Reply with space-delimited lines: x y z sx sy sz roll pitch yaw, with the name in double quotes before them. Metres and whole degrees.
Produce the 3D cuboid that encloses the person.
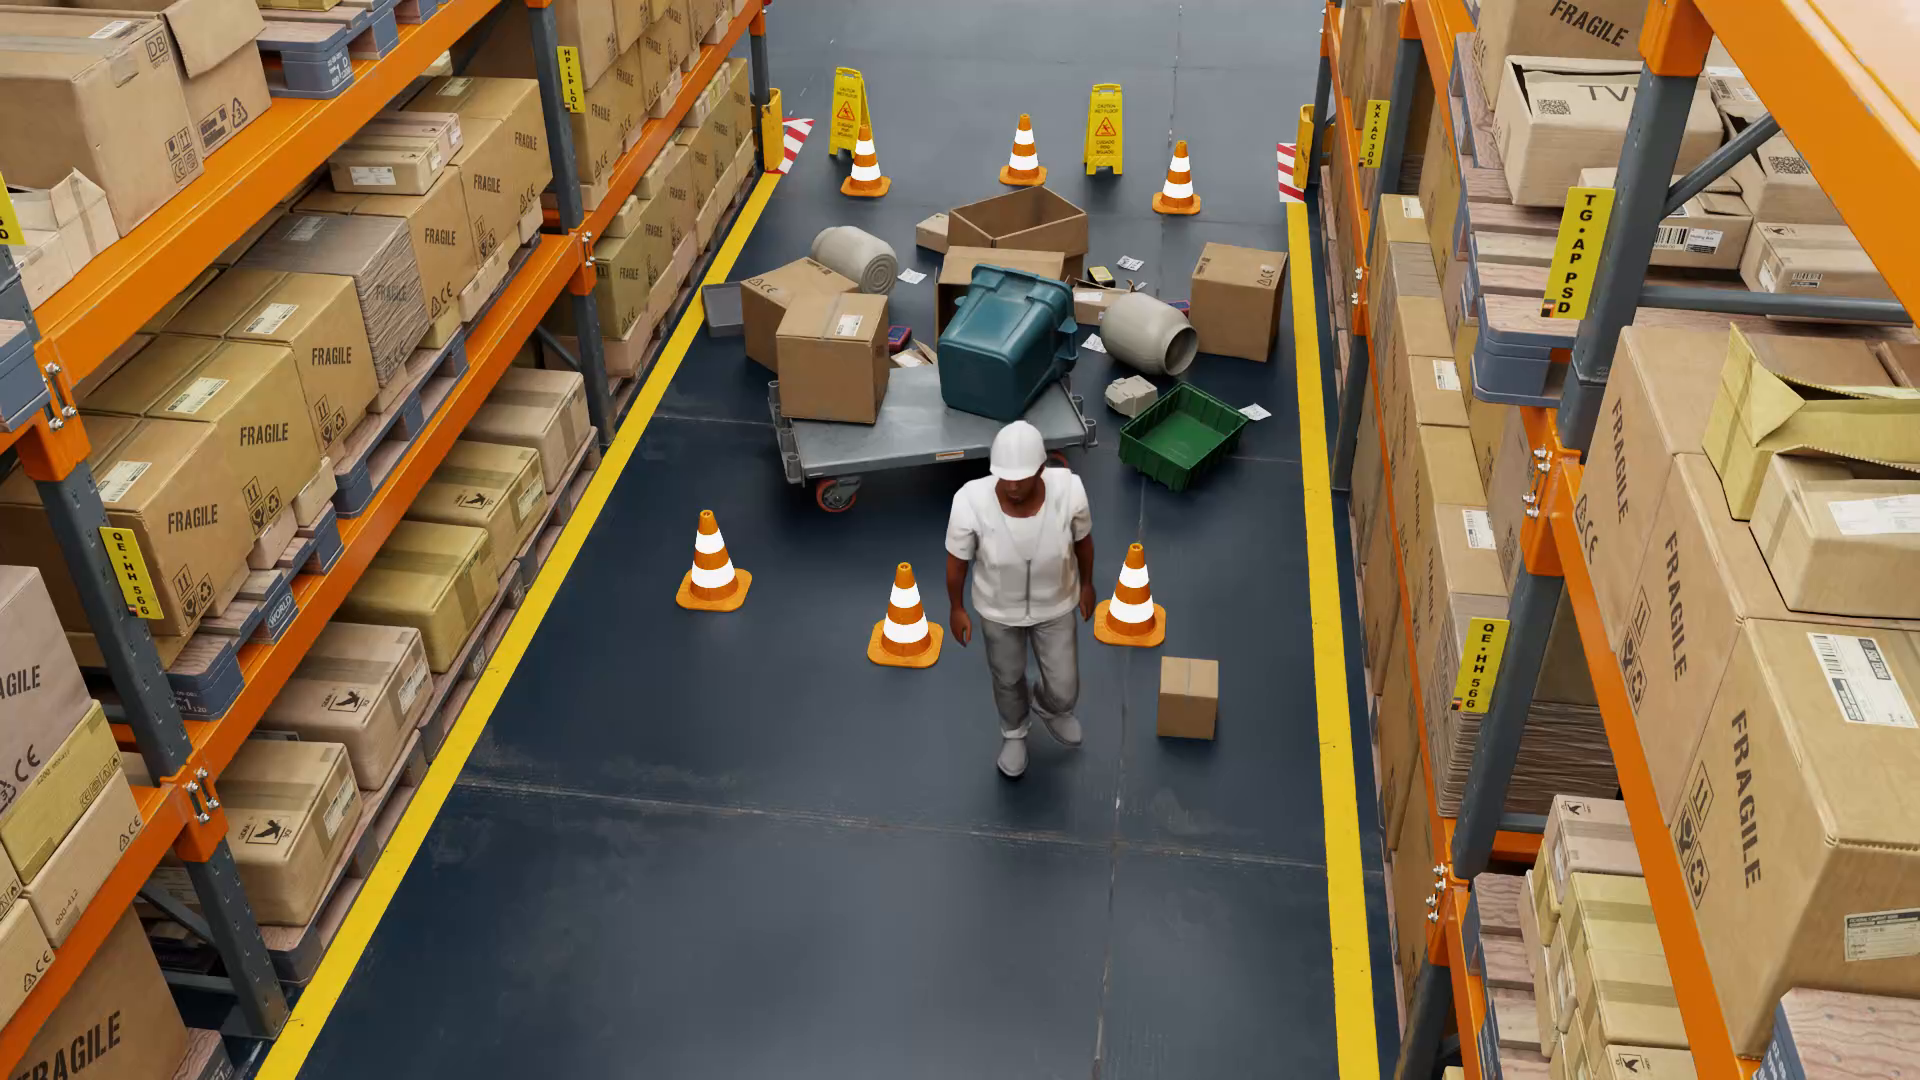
"person" 0.250 0.252 6.651 0.616 1.754 0.495 -1 36 -2
